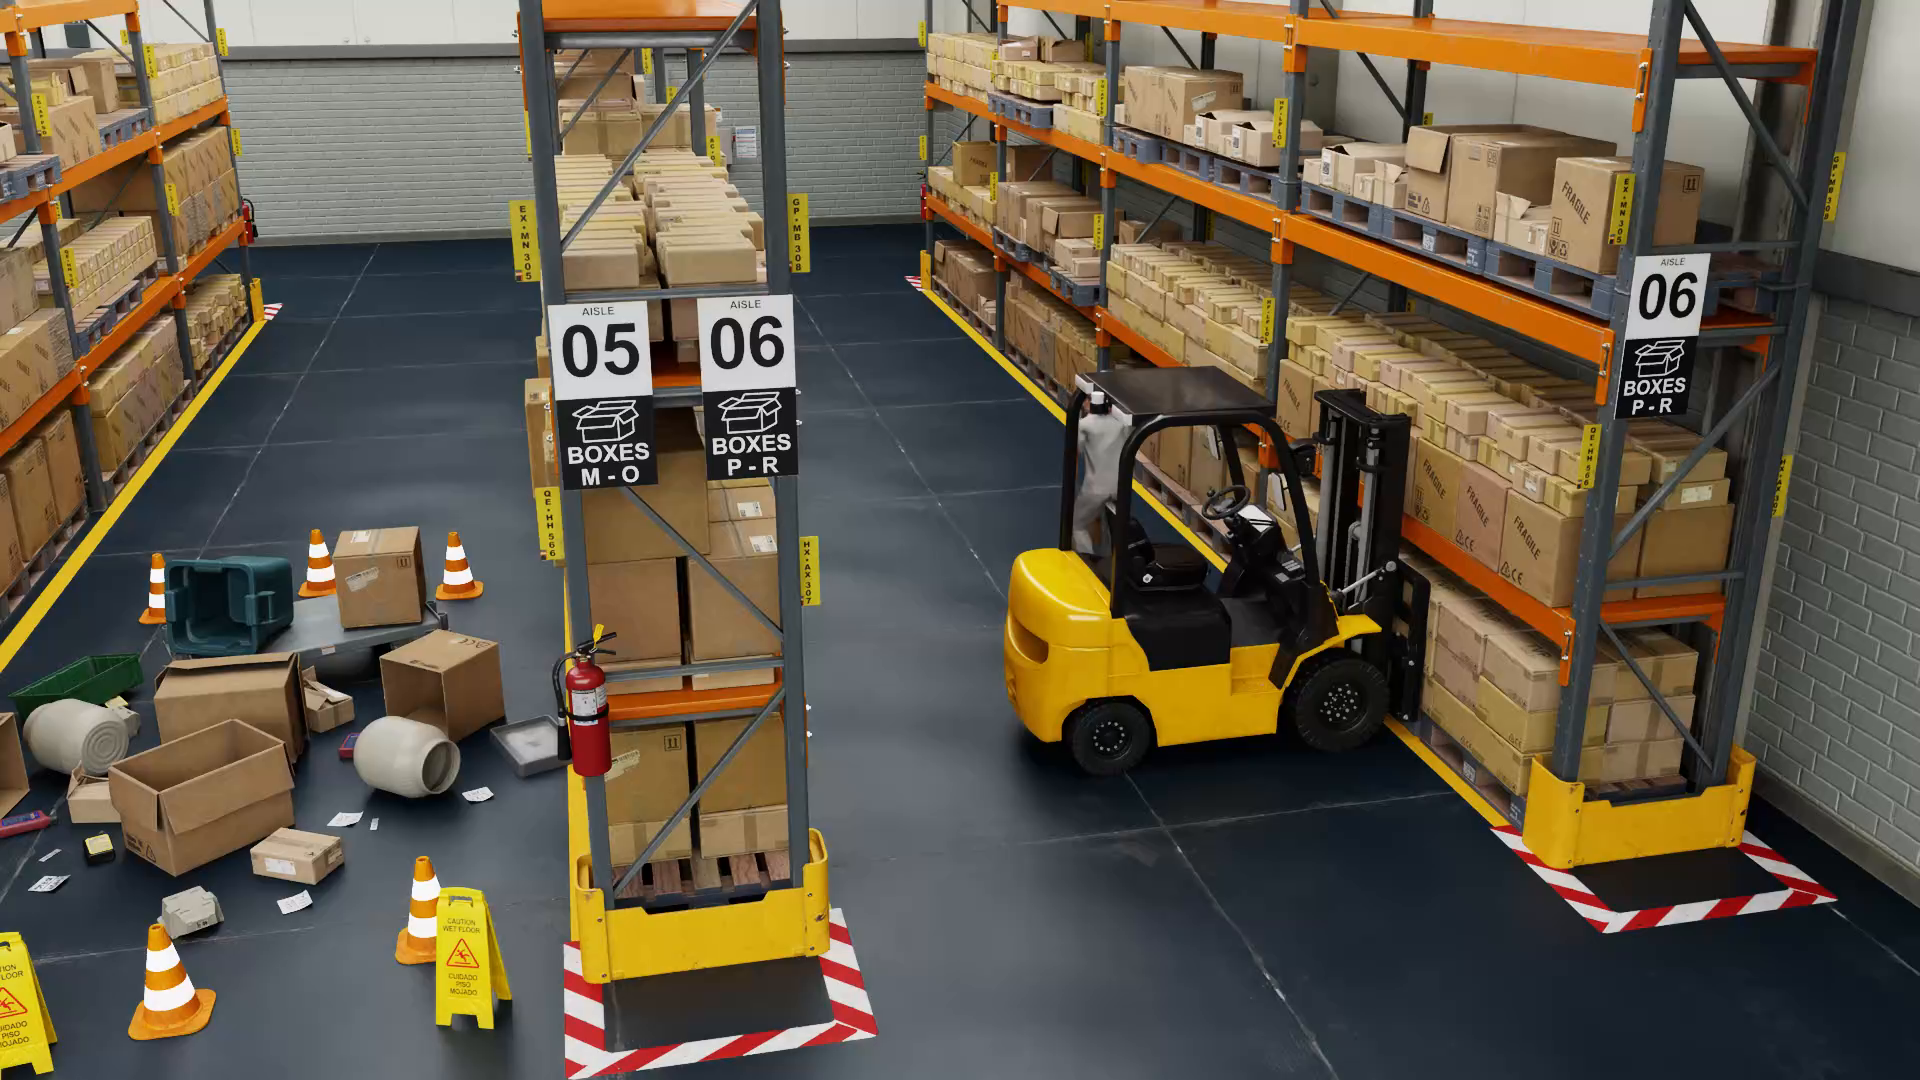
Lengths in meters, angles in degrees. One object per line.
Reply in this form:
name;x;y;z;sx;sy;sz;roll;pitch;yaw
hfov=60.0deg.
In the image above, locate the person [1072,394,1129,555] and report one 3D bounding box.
person;1.025;-0.384;12.310;0.475;1.573;0.467;-4;20;-11
